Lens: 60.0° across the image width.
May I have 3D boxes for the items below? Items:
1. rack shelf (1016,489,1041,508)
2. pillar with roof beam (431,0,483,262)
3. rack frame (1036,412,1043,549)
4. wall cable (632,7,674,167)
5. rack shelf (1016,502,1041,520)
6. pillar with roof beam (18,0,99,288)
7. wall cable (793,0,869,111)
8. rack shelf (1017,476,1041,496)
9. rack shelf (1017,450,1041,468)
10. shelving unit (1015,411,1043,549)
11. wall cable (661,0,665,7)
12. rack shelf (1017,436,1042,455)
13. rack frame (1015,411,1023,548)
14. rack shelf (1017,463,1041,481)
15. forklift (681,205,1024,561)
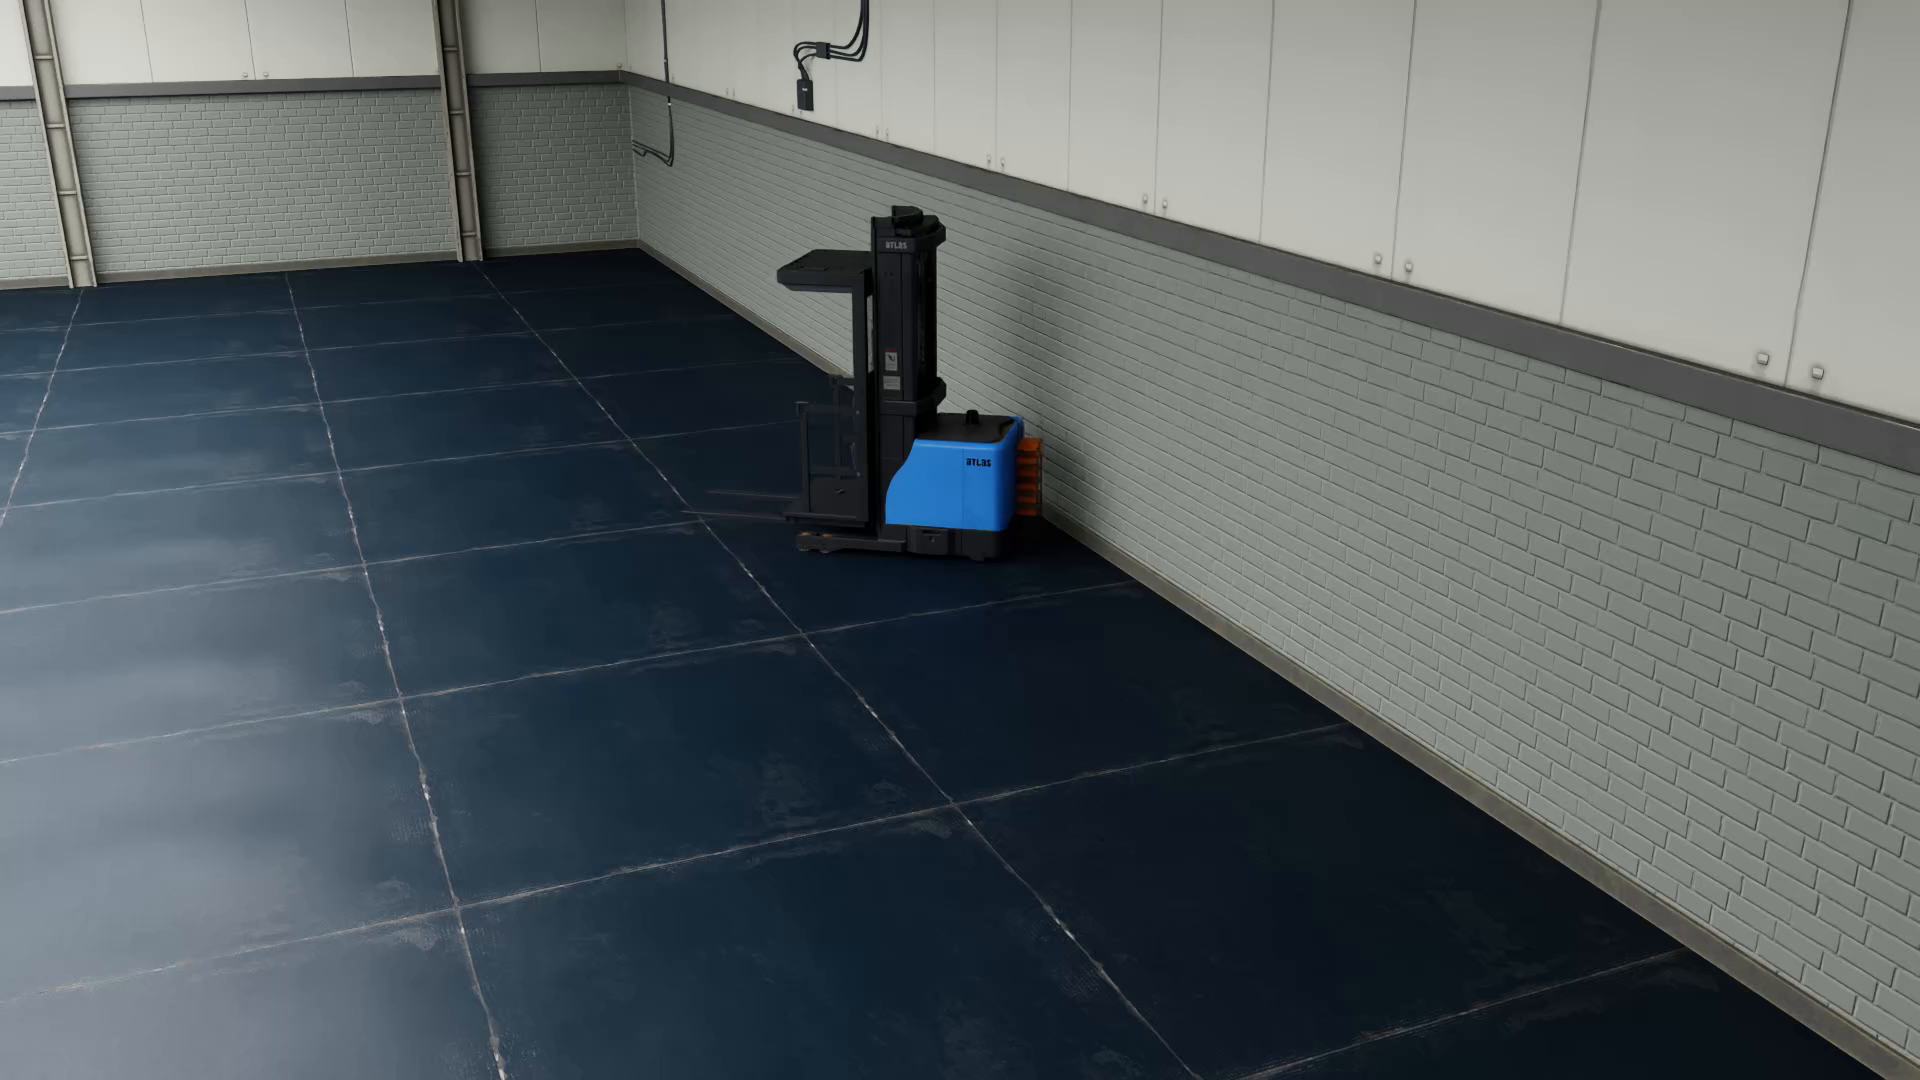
[{"bbox_3d":[0.612,-0.371,14.764,0.180,0.103,0.258,4,20,12],"label":"rack shelf"},{"bbox_3d":[-6.779,-7.786,23.586,0.400,9.000,9.100,-8,21,-22],"label":"pillar with roof beam"},{"bbox_3d":[0.702,-0.519,14.691,0.006,1.200,0.240,4,20,12],"label":"rack frame"},{"bbox_3d":[-5.255,-7.619,27.786,0.112,2.526,3.097,-8,21,-22],"label":"wall cable"},{"bbox_3d":[0.612,-0.258,14.804,0.180,0.103,0.258,4,20,12],"label":"rack shelf"},{"bbox_3d":[-12.288,-6.997,21.345,0.400,9.000,9.100,-8,21,-22],"label":"pillar with roof beam"},{"bbox_3d":[-1.509,-7.790,18.477,0.169,6.003,2.305,-8,21,-22],"label":"wall cable"},{"bbox_3d":[0.612,-0.484,14.724,0.180,0.103,0.258,4,20,12],"label":"rack shelf"},{"bbox_3d":[0.612,-0.710,14.644,0.180,0.103,0.258,4,20,12],"label":"rack shelf"},{"bbox_3d":[0.612,-0.526,14.709,0.189,1.200,0.258,4,20,12],"label":"shelving unit"},{"bbox_3d":[-4.183,-9.176,24.604,0.112,2.526,3.097,-8,21,-22],"label":"wall cable"},{"bbox_3d":[0.612,-0.824,14.604,0.180,0.103,0.258,4,20,12],"label":"rack shelf"},{"bbox_3d":[0.523,-0.532,14.728,0.006,1.200,0.240,4,20,12],"label":"rack frame"},{"bbox_3d":[0.612,-0.597,14.684,0.180,0.103,0.258,4,20,12],"label":"rack shelf"},{"bbox_3d":[-0.982,-1.432,14.674,3.031,2.935,1.130,4,20,12],"label":"forklift"}]
